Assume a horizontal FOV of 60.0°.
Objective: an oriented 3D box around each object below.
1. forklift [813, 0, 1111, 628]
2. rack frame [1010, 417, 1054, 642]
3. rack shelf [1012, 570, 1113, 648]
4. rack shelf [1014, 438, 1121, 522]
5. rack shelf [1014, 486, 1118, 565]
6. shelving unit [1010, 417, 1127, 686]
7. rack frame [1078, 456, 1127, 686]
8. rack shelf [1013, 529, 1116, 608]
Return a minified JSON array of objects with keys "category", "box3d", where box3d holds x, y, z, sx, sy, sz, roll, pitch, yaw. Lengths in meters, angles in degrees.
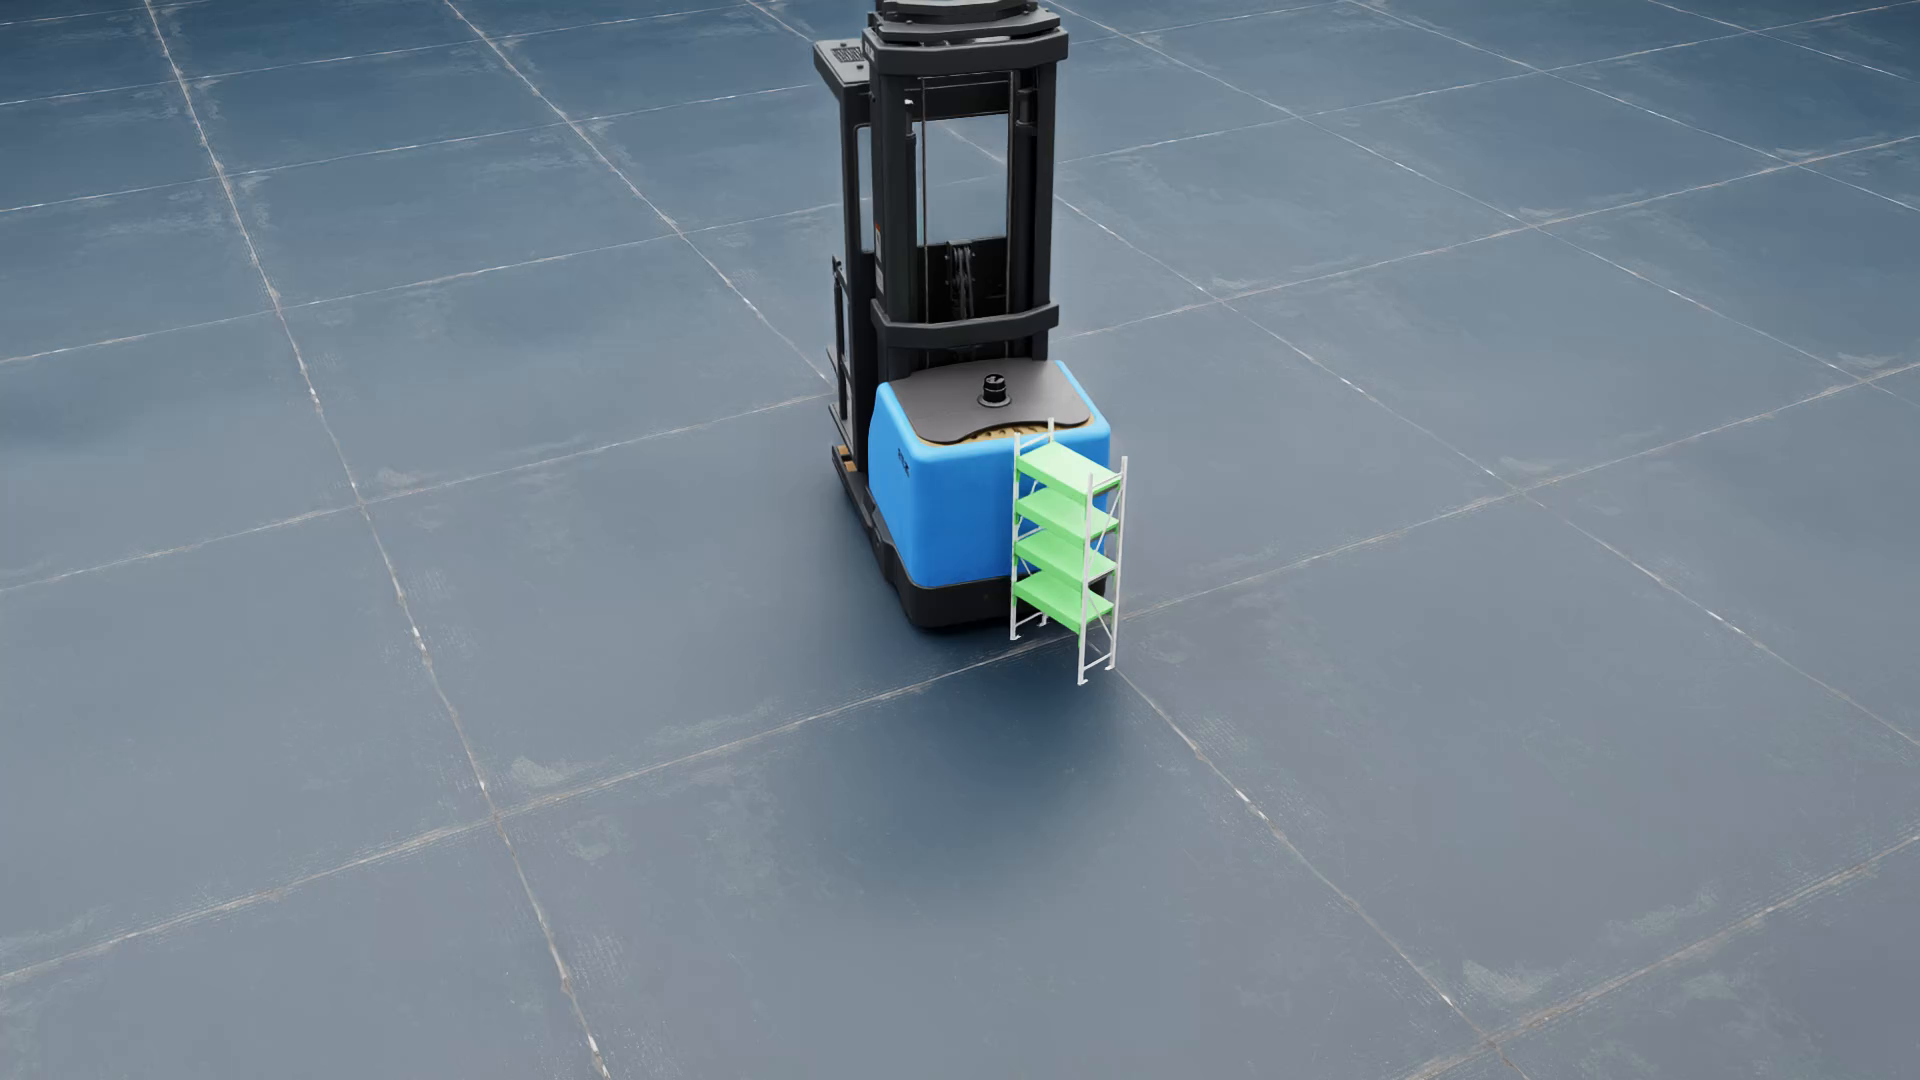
[{"category":"forklift","box3d":[-0.130,-1.579,8.997,1.130,2.935,3.031,-9,34,-13]},{"category":"rack frame","box3d":[0.351,-0.035,8.192,0.240,1.200,0.015,-25,40,-34]},{"category":"rack shelf","box3d":[0.512,0.320,8.201,0.258,0.148,0.480,-25,40,-34]},{"category":"rack shelf","box3d":[0.512,-0.286,7.813,0.258,0.148,0.480,-25,40,-34]},{"category":"rack shelf","box3d":[0.512,-0.084,7.942,0.258,0.148,0.480,-25,40,-34]},{"category":"shelving unit","box3d":[0.512,0.064,8.037,0.258,1.200,0.503,-25,40,-34]},{"category":"rack frame","box3d":[0.673,0.163,7.883,0.240,1.200,0.015,-25,40,-34]},{"category":"rack shelf","box3d":[0.512,0.118,8.072,0.258,0.148,0.480,-25,40,-34]}]
